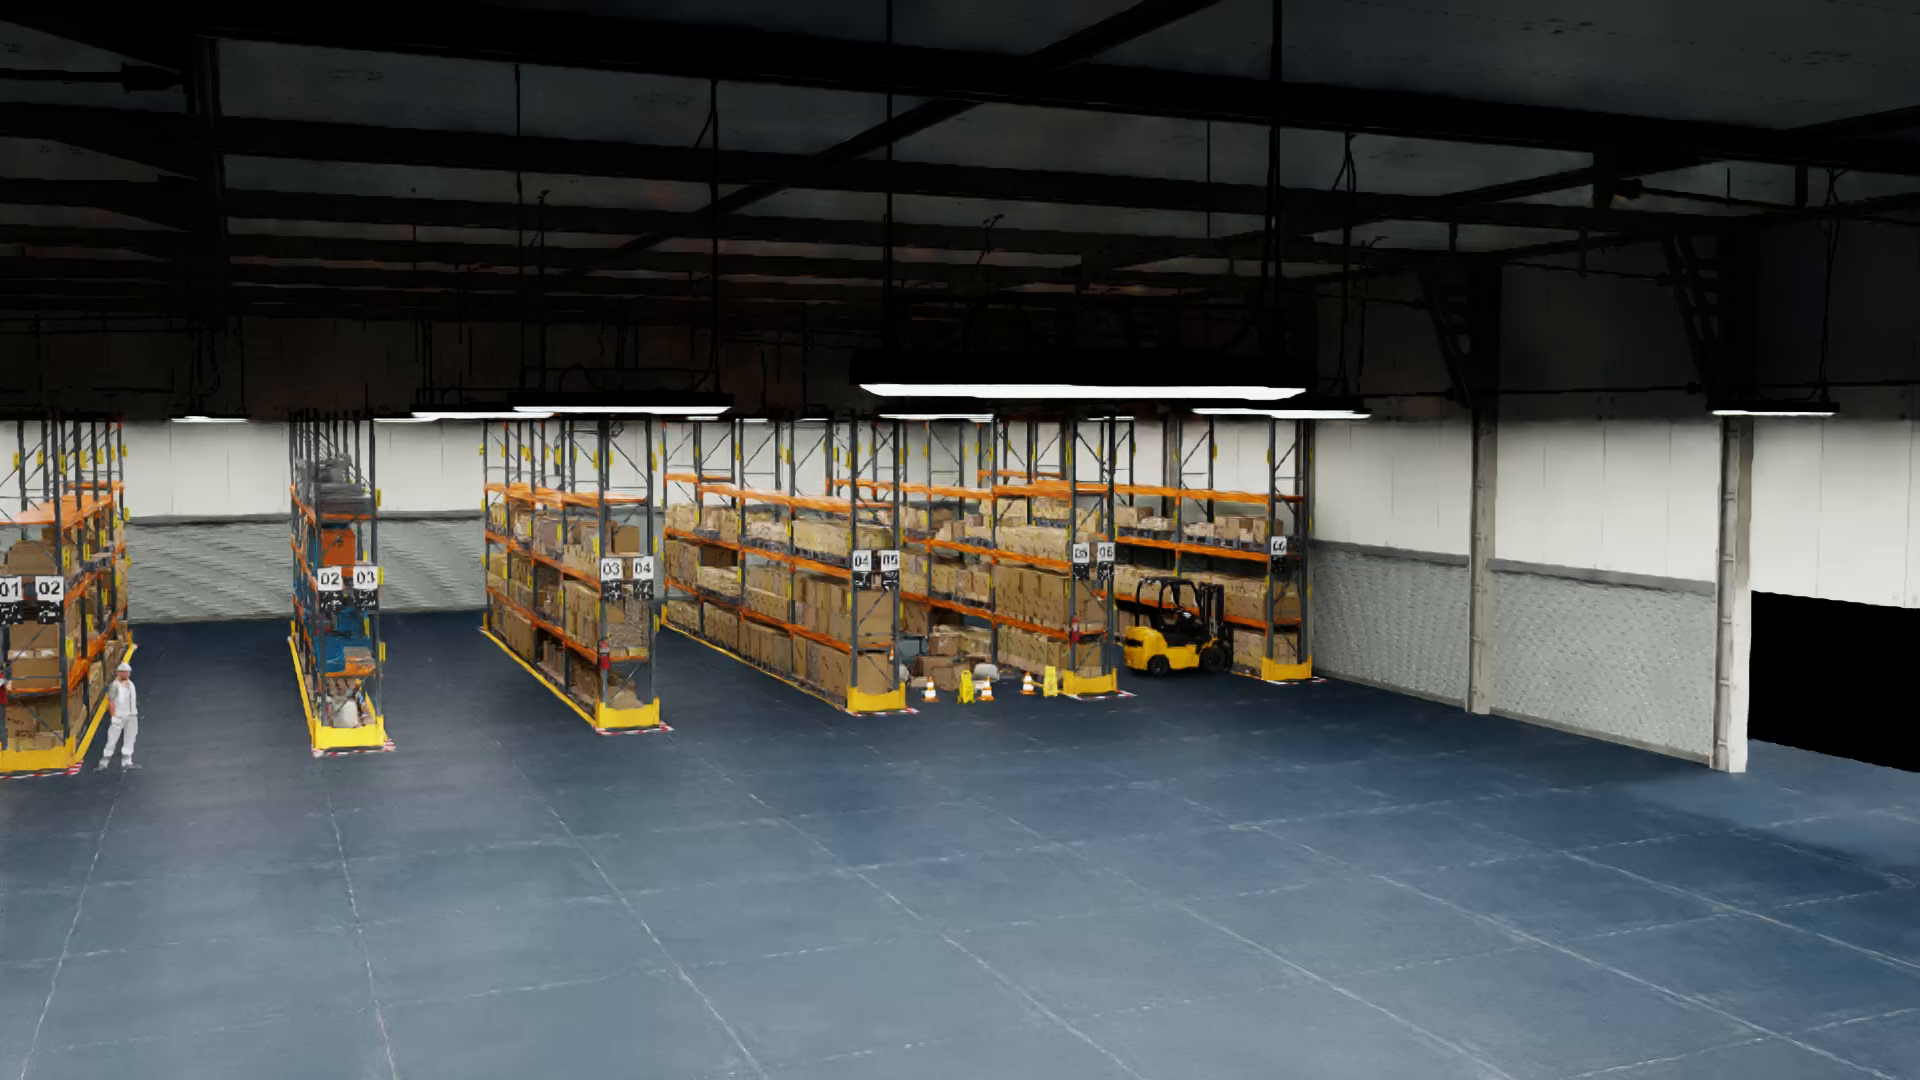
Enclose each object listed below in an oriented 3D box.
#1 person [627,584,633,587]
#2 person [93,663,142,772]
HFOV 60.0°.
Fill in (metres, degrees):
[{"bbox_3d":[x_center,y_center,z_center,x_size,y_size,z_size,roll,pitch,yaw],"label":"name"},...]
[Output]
[{"bbox_3d":[-9.443,1.455,48.361,0.713,1.766,0.521,0,4,-1],"label":"person"},{"bbox_3d":[-13.873,2.921,27.341,0.494,1.786,0.720,2,4,22],"label":"person"}]
